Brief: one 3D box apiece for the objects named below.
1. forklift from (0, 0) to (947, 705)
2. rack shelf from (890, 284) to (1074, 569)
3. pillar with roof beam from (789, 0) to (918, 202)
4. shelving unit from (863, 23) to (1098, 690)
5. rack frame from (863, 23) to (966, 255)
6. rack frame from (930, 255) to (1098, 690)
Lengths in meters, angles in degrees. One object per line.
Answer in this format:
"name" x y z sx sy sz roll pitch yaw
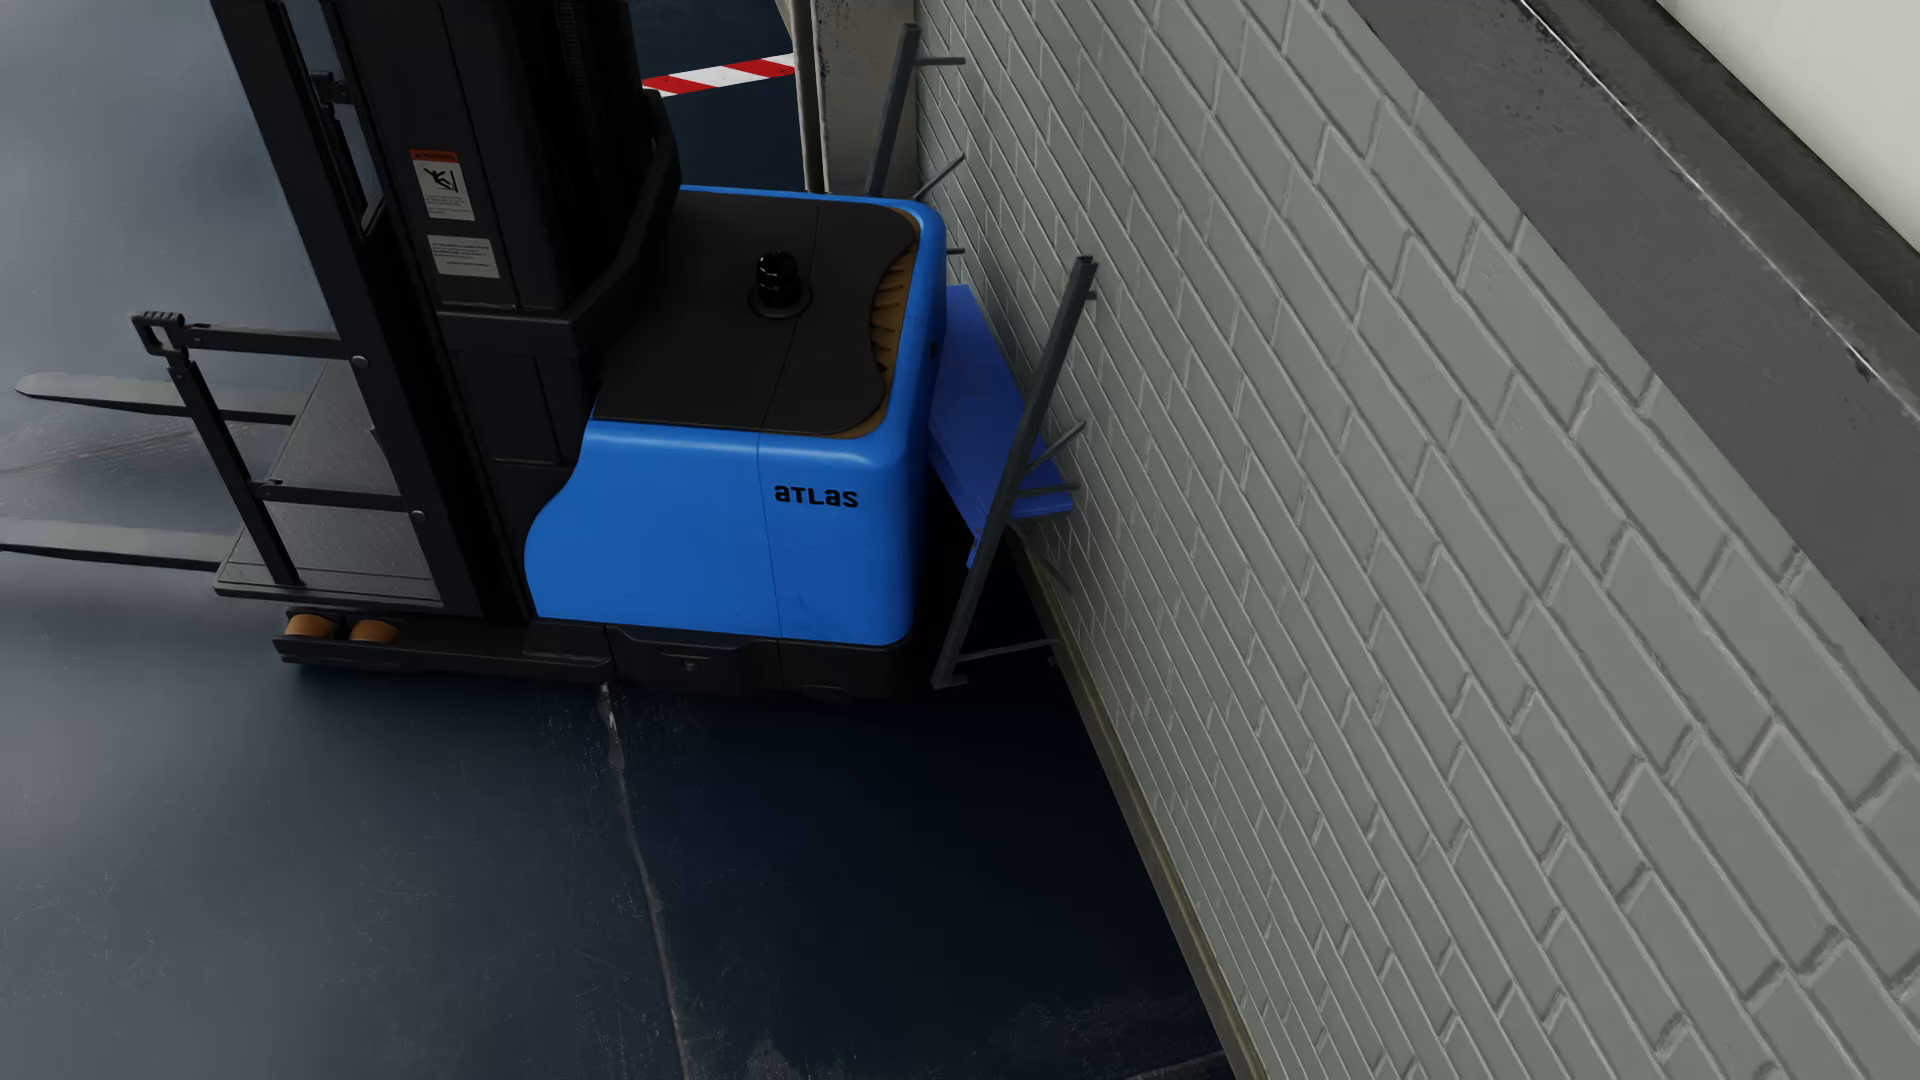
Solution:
"forklift" -1.578 -0.954 4.137 3.031 2.935 1.130 5 50 4
"rack shelf" 0.067 -0.372 4.792 0.538 0.185 1.000 -9 49 -27
"pillar with roof beam" -4.448 -2.809 1.733 9.100 9.000 0.400 -13 51 -11
"shelving unit" 0.109 -0.498 4.670 0.538 1.500 1.048 -9 49 -27
"rack frame" -0.098 -0.854 4.967 0.500 1.500 0.032 -9 49 -27
"rack frame" 0.316 -0.141 4.373 0.500 1.500 0.032 -9 49 -27
